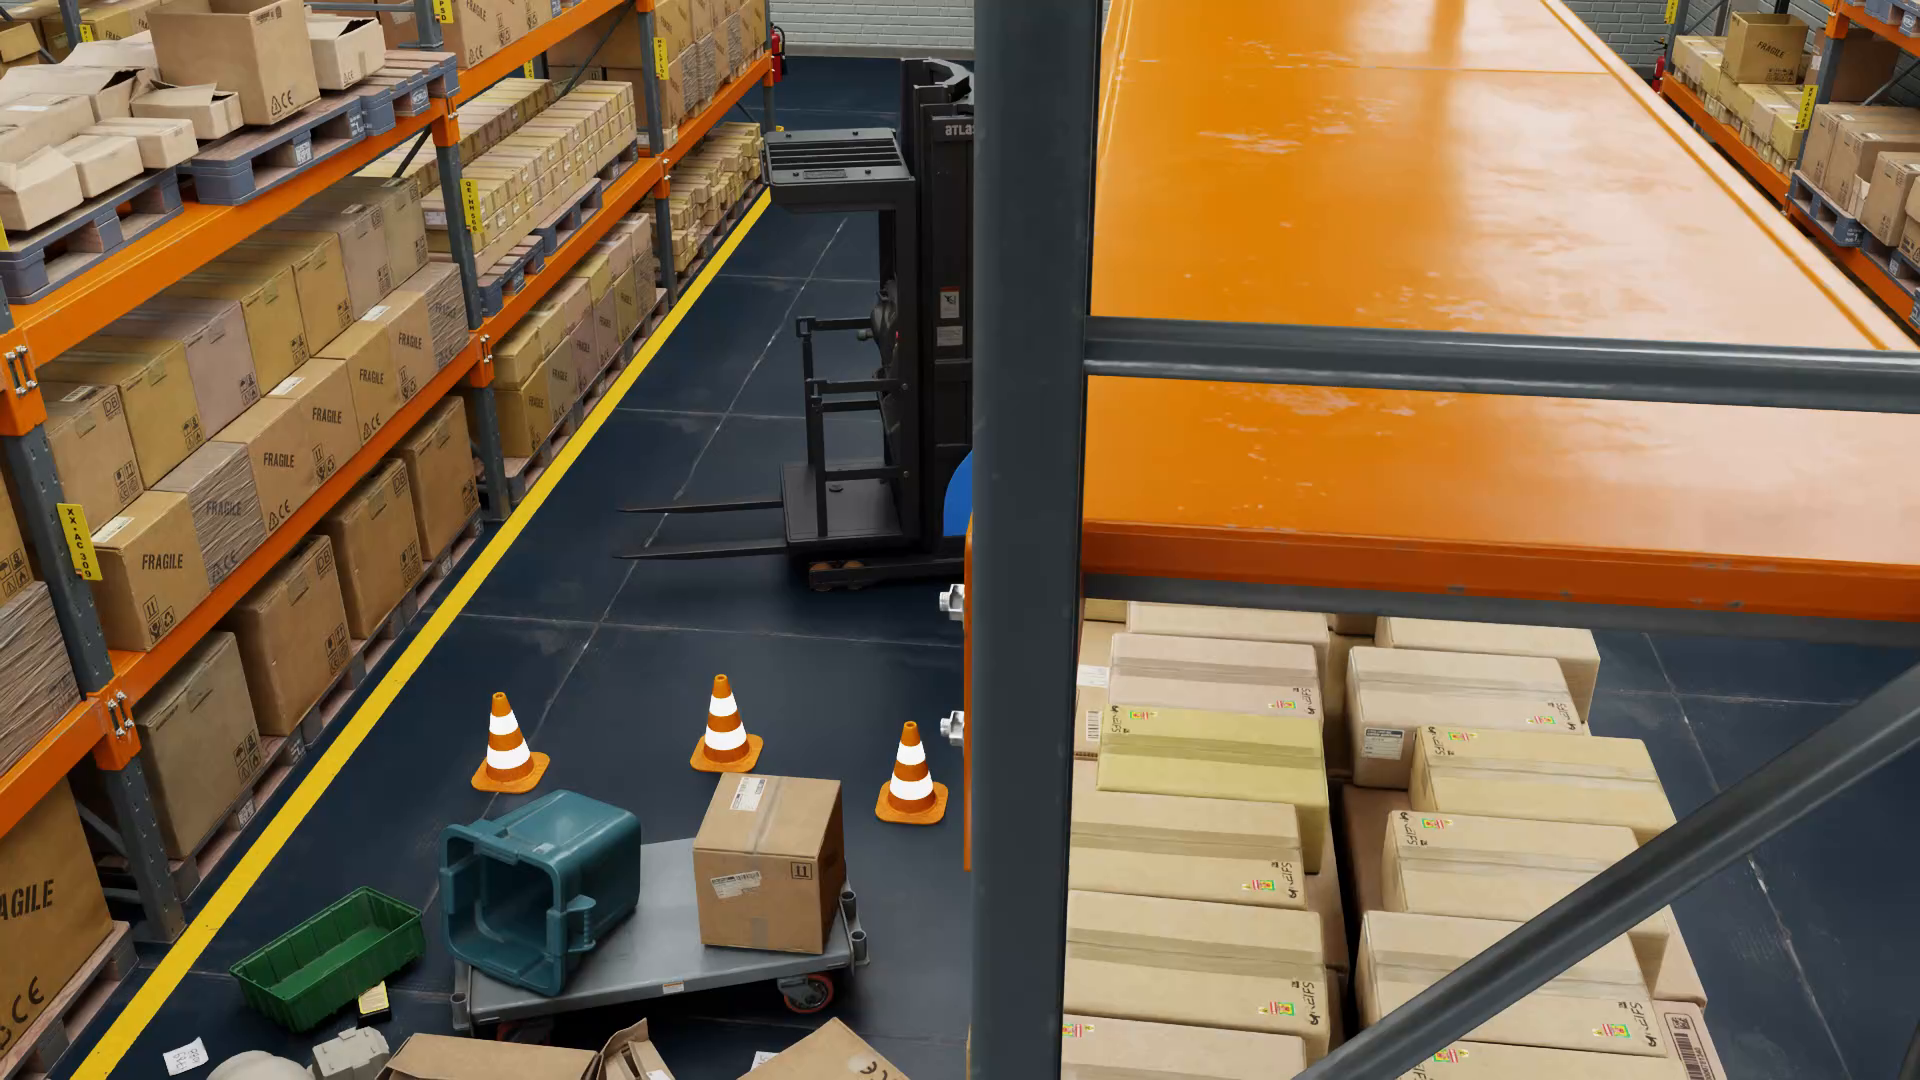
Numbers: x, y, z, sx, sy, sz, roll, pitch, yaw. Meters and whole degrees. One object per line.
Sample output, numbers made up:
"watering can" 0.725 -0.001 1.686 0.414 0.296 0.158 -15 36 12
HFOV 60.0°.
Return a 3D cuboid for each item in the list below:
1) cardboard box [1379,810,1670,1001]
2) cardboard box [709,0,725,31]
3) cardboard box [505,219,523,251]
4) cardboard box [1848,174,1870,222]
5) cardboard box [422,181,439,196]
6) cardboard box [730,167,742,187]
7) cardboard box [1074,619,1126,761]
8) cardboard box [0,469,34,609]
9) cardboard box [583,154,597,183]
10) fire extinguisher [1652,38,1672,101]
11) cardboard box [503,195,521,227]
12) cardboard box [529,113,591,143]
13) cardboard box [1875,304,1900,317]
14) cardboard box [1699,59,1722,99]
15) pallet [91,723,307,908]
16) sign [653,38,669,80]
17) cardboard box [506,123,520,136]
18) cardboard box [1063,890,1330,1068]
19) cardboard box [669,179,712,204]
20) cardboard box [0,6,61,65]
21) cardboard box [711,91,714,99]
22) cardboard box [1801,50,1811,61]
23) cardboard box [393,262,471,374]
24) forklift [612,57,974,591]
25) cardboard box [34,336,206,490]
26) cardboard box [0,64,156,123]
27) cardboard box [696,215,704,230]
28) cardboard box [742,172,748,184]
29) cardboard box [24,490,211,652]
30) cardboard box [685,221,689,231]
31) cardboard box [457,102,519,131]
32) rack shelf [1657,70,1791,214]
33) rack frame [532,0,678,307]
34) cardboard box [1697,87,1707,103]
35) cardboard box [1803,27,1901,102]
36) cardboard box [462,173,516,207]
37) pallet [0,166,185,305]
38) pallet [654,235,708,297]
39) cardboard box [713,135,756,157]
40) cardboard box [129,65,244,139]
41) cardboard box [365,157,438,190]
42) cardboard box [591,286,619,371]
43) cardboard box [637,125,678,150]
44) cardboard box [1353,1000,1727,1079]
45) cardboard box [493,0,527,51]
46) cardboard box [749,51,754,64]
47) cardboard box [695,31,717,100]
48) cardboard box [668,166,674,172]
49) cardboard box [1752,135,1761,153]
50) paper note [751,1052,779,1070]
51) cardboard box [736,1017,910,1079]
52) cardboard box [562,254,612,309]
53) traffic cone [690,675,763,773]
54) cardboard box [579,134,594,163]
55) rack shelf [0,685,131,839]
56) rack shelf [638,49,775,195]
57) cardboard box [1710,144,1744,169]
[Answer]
"cardboard box" 0.866 0.566 2.590 0.380 0.149 0.250 3 28 6
"cardboard box" -2.439 -4.907 15.015 0.500 0.500 0.500 2 28 4
"cardboard box" -3.111 -2.016 10.943 0.380 0.149 0.250 5 29 9
"cardboard box" 6.359 -2.339 11.421 0.396 0.266 0.258 5 29 9
"cardboard box" -3.731 -2.321 11.196 0.380 0.149 0.250 3 29 6
"cardboard box" -2.346 -3.562 16.240 0.380 0.149 0.250 4 29 7
"cardboard box" 0.430 0.393 3.331 0.500 0.250 0.500 4 29 8
"cardboard box" -4.001 0.024 6.039 0.875 0.550 0.550 3 28 6
"cardboard box" -2.917 -2.759 12.323 0.380 0.149 0.250 2 28 4
"fire extinguisher" 6.960 -4.626 16.441 0.296 0.674 0.183 3 28 6
"cardboard box" -3.113 -2.164 10.905 0.380 0.149 0.250 2 28 5
"cardboard box" -2.928 -3.021 12.182 0.380 0.149 0.250 2 28 5
"cardboard box" 6.537 -1.560 11.785 0.380 0.149 0.250 3 28 6
"cardboard box" 6.957 -4.119 14.870 0.500 0.250 0.500 3 28 5
"pallet" -3.902 1.254 7.993 1.003 0.211 1.213 3 28 6
"sign" -2.390 -3.851 13.308 0.100 0.325 0.005 3 28 6
"cardboard box" -3.539 -3.053 12.554 0.380 0.149 0.250 2 28 4
"cardboard box" 0.331 0.660 2.416 0.380 0.149 0.250 4 29 7
"cardboard box" -2.498 -3.201 15.258 0.380 0.149 0.250 4 29 7
"cardboard box" -8.061 -4.335 14.480 0.500 0.500 0.500 4 29 8
"cardboard box" -2.482 -4.128 15.306 0.380 0.149 0.250 4 29 8
"cardboard box" 7.543 -4.319 15.240 0.500 0.250 0.500 3 29 6
"cardboard box" -3.220 -1.306 9.698 0.500 0.500 0.500 3 28 6
"forklift" -0.617 -1.250 9.771 3.031 2.935 1.130 -4 29 -7
"cardboard box" -3.806 -0.567 7.272 0.700 0.500 0.500 3 28 5
"cardboard box" -3.925 -1.955 7.391 0.500 0.311 0.500 2 28 4
"cardboard box" -2.587 -2.951 15.420 0.380 0.149 0.250 2 28 4
"cardboard box" -2.358 -3.679 16.771 0.380 0.149 0.250 3 28 6
"cardboard box" -3.590 0.118 7.056 0.500 0.500 0.500 4 29 7
"cardboard box" -2.644 -2.826 14.875 0.380 0.149 0.250 3 28 6
"cardboard box" -3.542 -3.180 12.477 0.380 0.149 0.250 3 28 6
"rack shelf" 7.155 -3.470 14.579 1.077 0.370 4.000 3 28 6
"rack frame" -2.942 -3.372 13.639 1.000 3.000 0.127 3 28 6
"cardboard box" 7.013 -4.115 15.283 0.380 0.149 0.250 4 29 8
"cardboard box" 7.357 -3.926 13.721 0.500 0.500 0.500 3 28 5
"cardboard box" -3.118 -2.274 10.795 0.380 0.149 0.250 3 28 6
"pallet" -3.858 -1.277 6.789 0.805 0.209 1.217 2 28 4
"pallet" -2.894 -2.463 14.891 1.003 0.211 1.213 3 28 6
"cardboard box" -2.258 -3.939 16.626 0.380 0.149 0.250 3 28 5
"cardboard box" -3.482 -1.965 7.458 0.396 0.266 0.258 3 28 6
"cardboard box" -3.733 -2.450 11.122 0.380 0.149 0.250 4 29 8
"cardboard box" -2.913 -1.611 12.562 0.500 0.500 0.500 3 28 5
"cardboard box" -2.582 -3.376 13.911 0.380 0.149 0.250 4 29 8
"cardboard box" 0.839 0.910 2.373 0.500 0.250 0.500 3 28 5
"cardboard box" -3.044 -3.343 10.317 0.500 0.500 0.500 3 28 6
"cardboard box" -2.279 -4.860 16.665 0.380 0.149 0.250 3 28 6
"cardboard box" -2.480 -4.234 14.820 0.500 0.500 0.500 3 28 5
"cardboard box" -2.930 -3.475 15.766 0.380 0.149 0.250 3 29 6
"cardboard box" 6.776 -3.269 13.712 0.380 0.149 0.250 4 29 8
"paper note" -0.755 2.091 6.629 0.148 0.019 0.142 3 28 6
"cardboard box" -0.479 2.158 6.006 0.500 0.500 0.500 -24 36 -37
"cardboard box" -2.909 -1.931 12.365 0.500 0.250 0.500 2 28 4
"traffic cone" -1.191 0.891 8.401 0.336 0.463 0.334 3 28 6
"cardboard box" -2.921 -2.887 12.246 0.380 0.149 0.250 2 28 4
"rack shelf" -4.167 1.652 5.072 1.077 0.370 4.000 3 28 6
"rack shelf" -2.697 -3.997 15.557 1.077 0.370 4.000 3 28 6
"cardboard box" 7.231 -3.532 16.124 0.797 0.503 0.637 2 28 4
